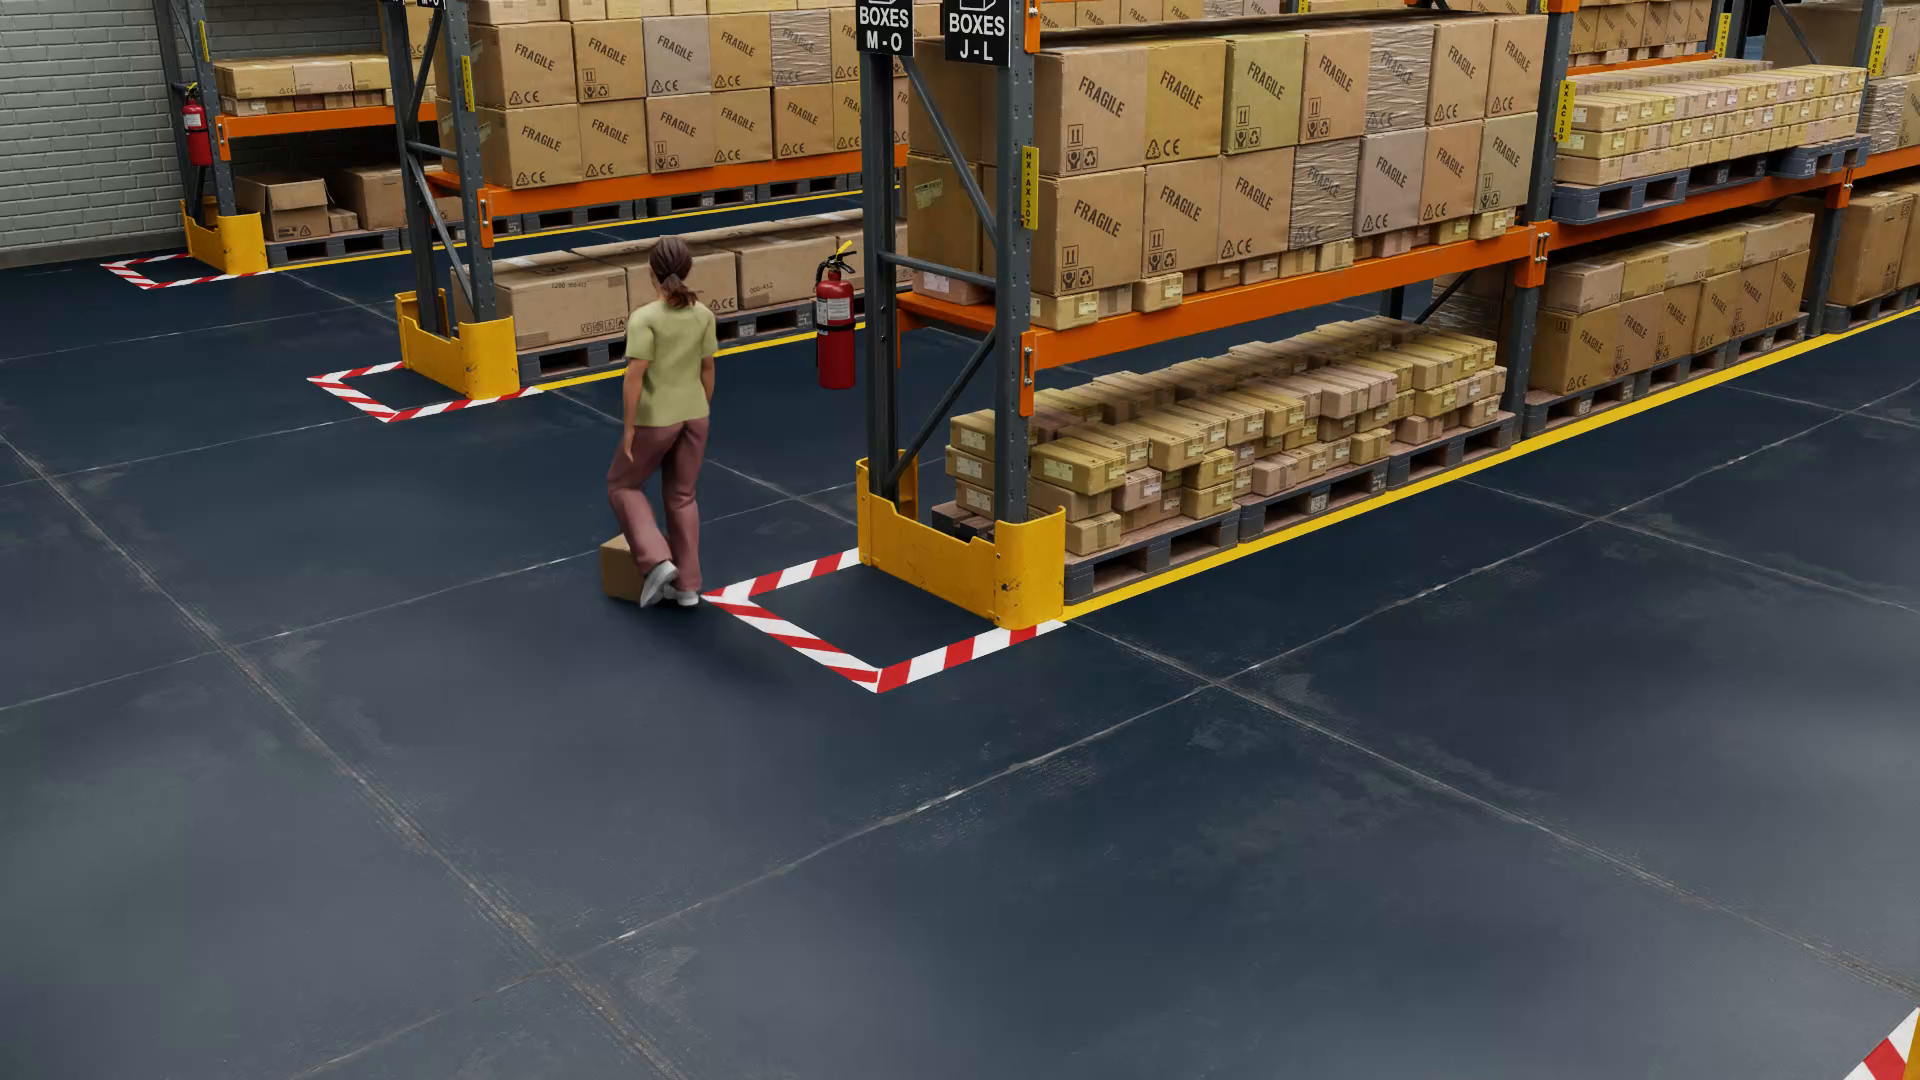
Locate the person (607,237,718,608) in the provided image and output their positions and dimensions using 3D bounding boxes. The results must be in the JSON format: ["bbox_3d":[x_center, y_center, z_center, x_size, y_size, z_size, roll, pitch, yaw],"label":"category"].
[{"bbox_3d":[-1.297,-0.511,7.364,0.498,1.661,0.467,-16,26,-35],"label":"person"}]
